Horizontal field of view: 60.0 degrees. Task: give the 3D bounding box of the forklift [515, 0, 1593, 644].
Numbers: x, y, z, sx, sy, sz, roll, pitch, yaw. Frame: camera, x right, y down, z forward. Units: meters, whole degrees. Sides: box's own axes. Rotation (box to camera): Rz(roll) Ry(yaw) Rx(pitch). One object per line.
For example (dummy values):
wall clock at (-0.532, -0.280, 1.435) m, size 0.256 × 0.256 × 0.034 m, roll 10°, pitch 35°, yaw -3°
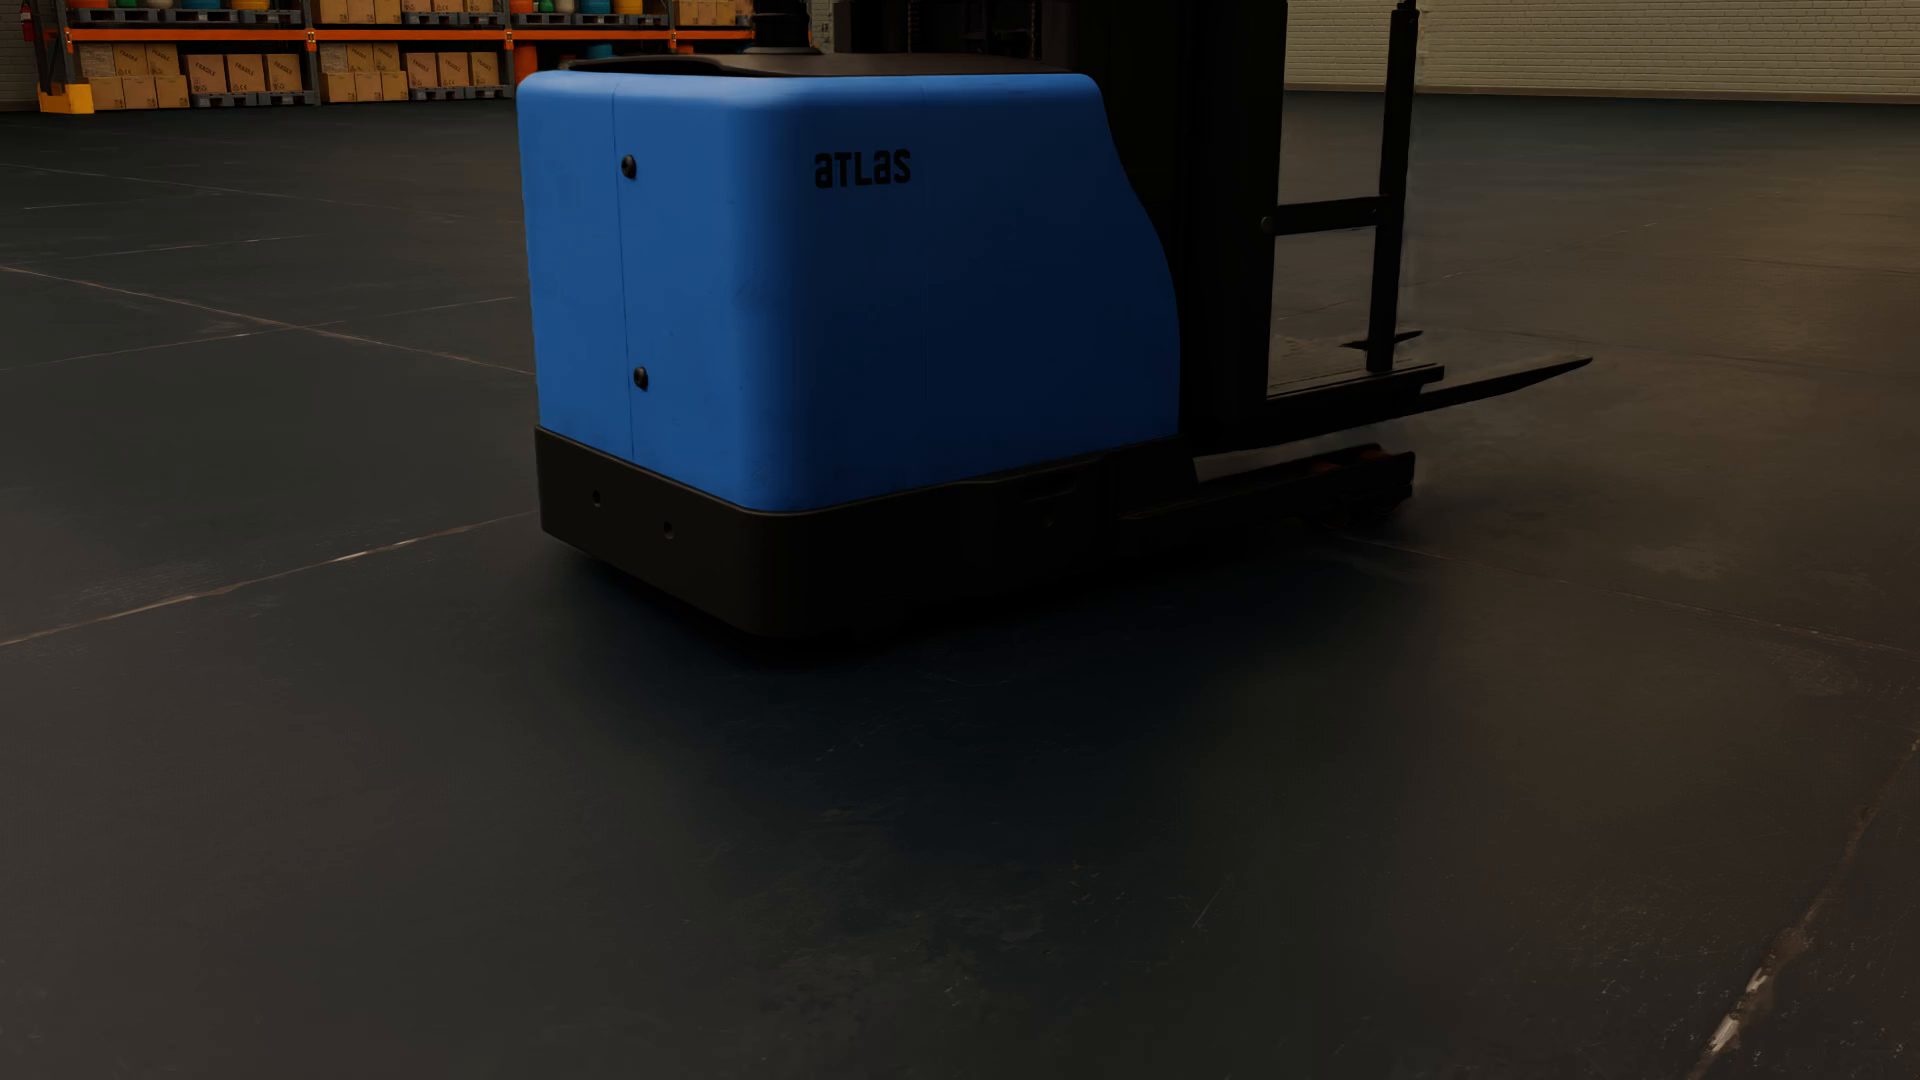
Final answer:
forklift at (0.506, -1.532, 3.944) m, size 3.031 × 2.935 × 1.130 m, roll -13°, pitch 21°, yaw -37°
